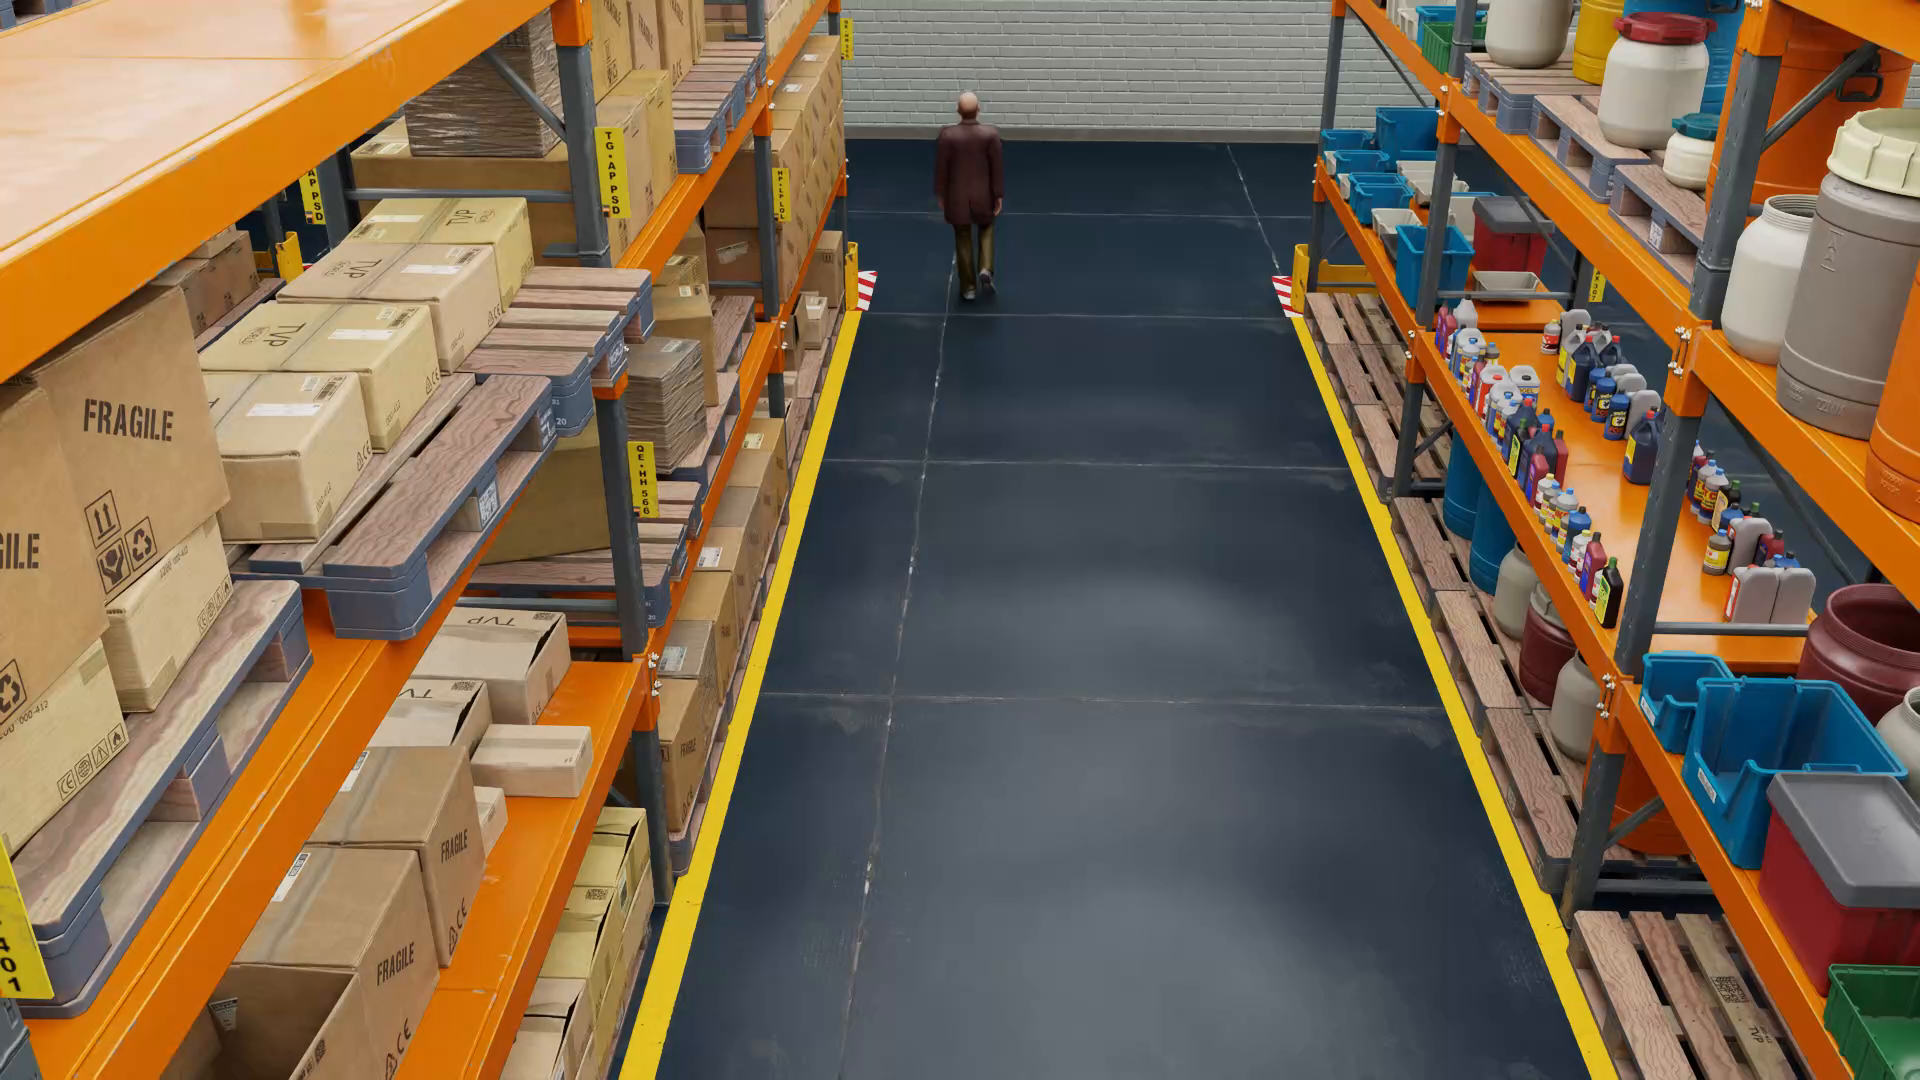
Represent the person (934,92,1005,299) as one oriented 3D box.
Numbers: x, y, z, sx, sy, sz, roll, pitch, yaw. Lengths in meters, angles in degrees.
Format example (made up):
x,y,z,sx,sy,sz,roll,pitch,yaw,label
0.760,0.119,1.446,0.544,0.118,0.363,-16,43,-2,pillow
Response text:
x,y,z,sx,sy,sz,roll,pitch,yaw,label
0.076,-2.958,14.267,0.602,1.798,0.468,-2,28,-4,person
